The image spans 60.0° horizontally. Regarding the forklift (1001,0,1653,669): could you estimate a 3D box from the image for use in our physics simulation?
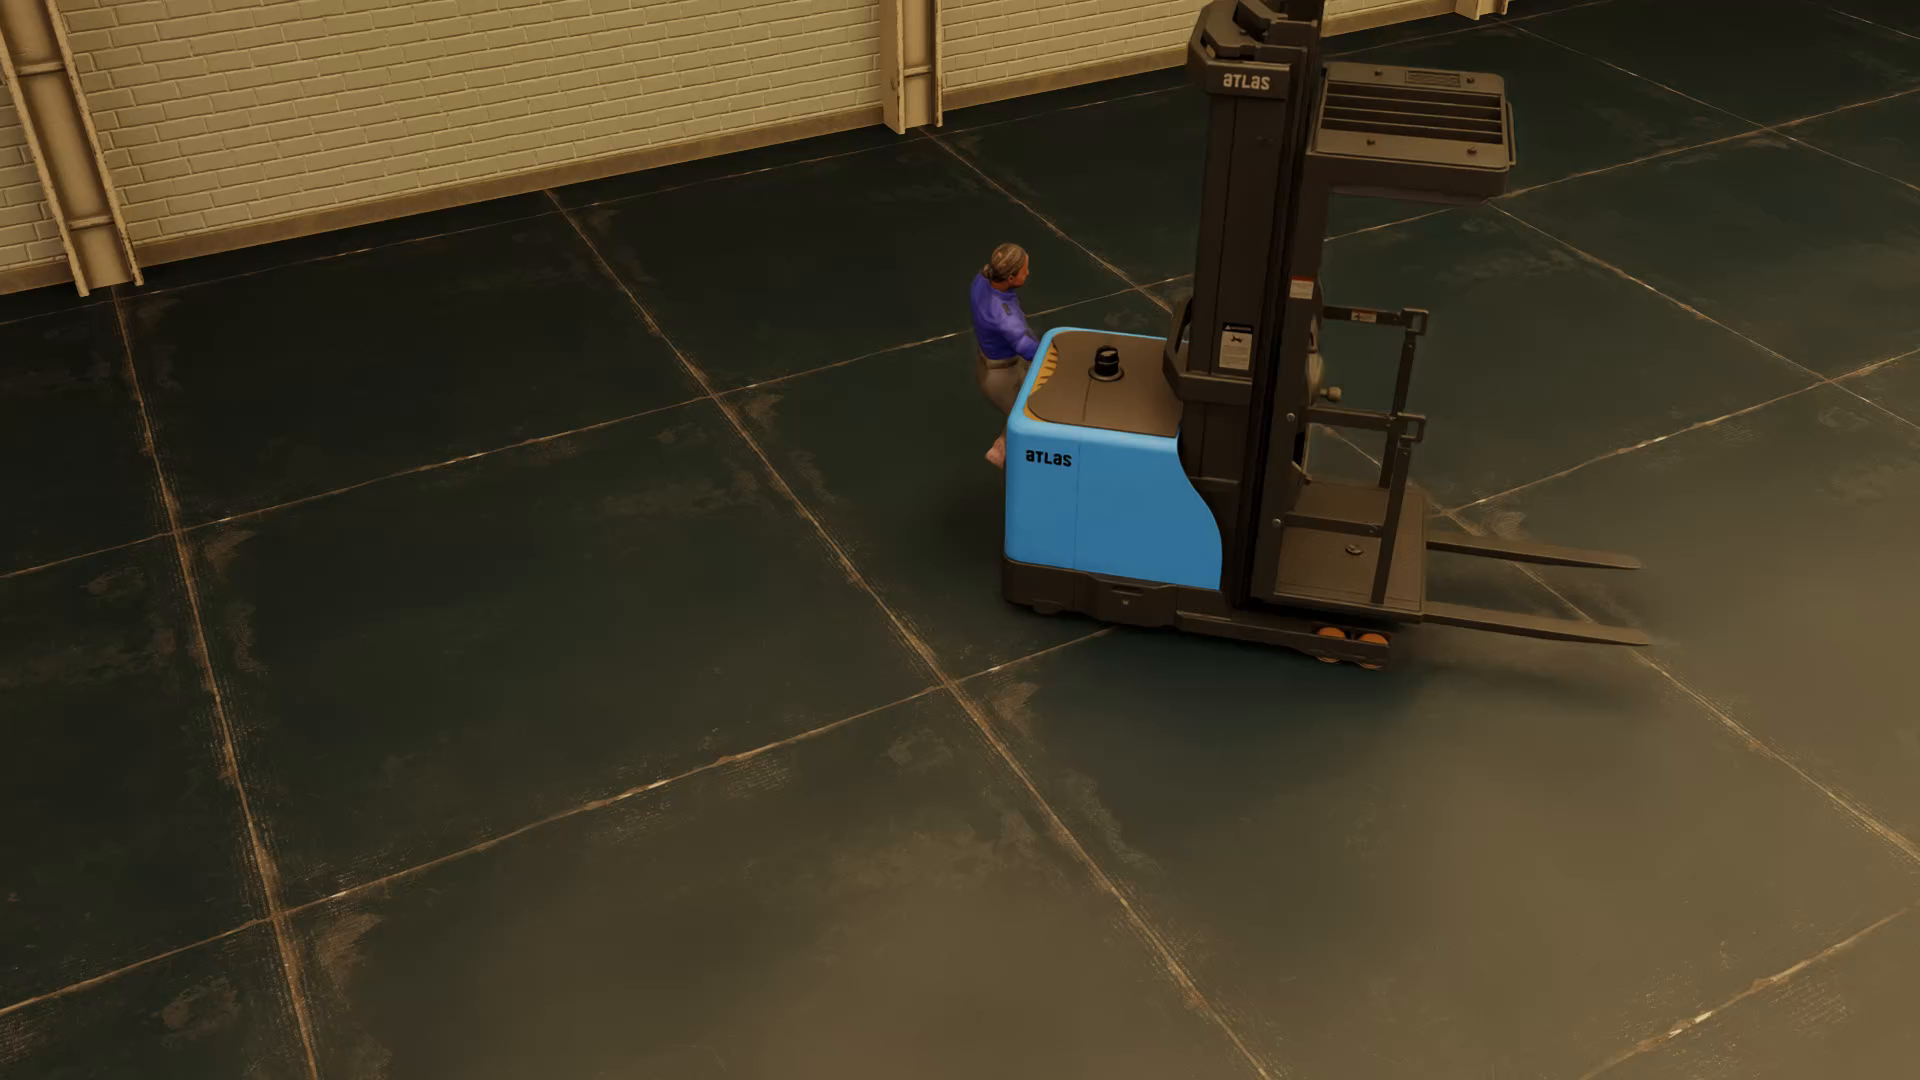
[{"bbox_3d":[1.775,-0.931,7.440,3.031,2.935,1.130,8,36,11],"label":"forklift"}]

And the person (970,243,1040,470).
[{"bbox_3d":[0.394,-0.852,8.554,0.655,1.507,0.717,-7,36,-10],"label":"person"}]
